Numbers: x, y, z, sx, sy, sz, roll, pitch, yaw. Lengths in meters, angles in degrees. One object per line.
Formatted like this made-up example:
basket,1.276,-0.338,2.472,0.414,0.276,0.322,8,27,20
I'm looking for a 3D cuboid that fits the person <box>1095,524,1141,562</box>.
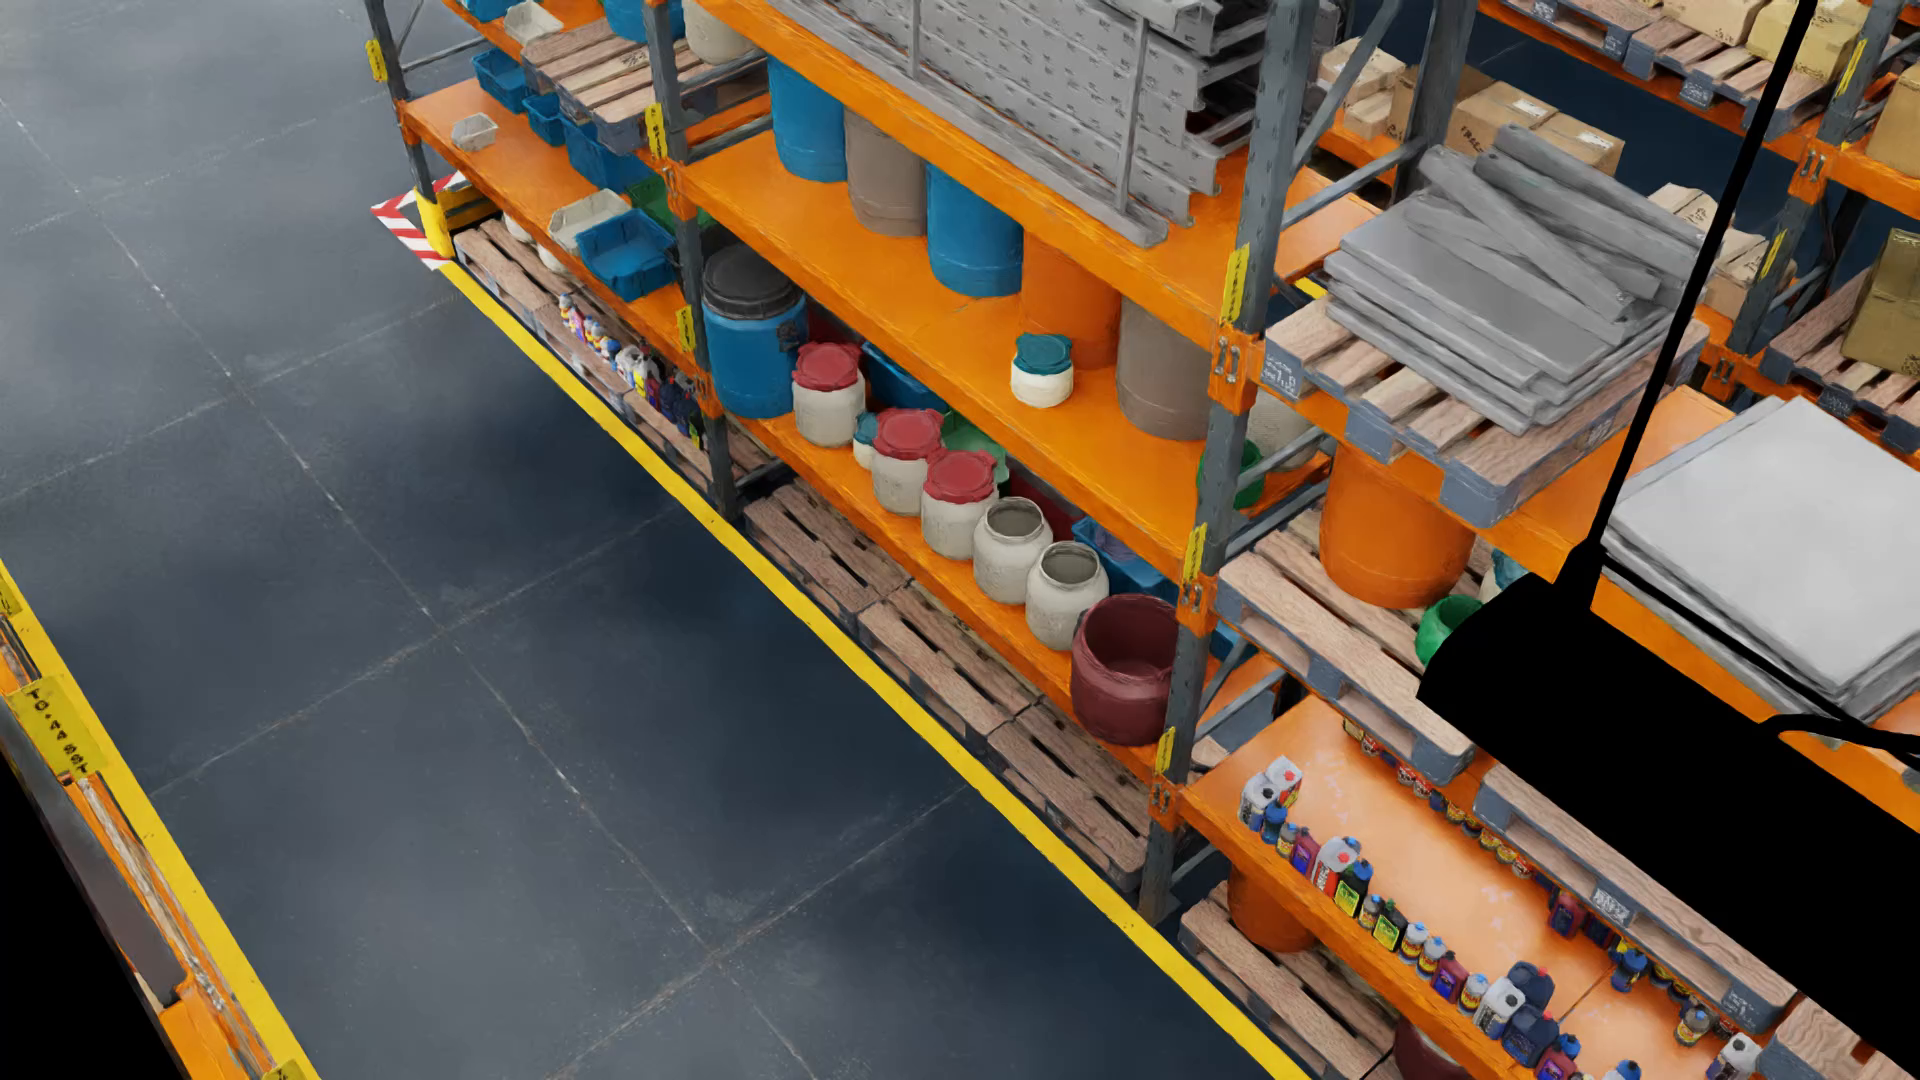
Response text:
person,0.895,0.225,9.243,0.531,1.579,0.935,-14,48,-13
